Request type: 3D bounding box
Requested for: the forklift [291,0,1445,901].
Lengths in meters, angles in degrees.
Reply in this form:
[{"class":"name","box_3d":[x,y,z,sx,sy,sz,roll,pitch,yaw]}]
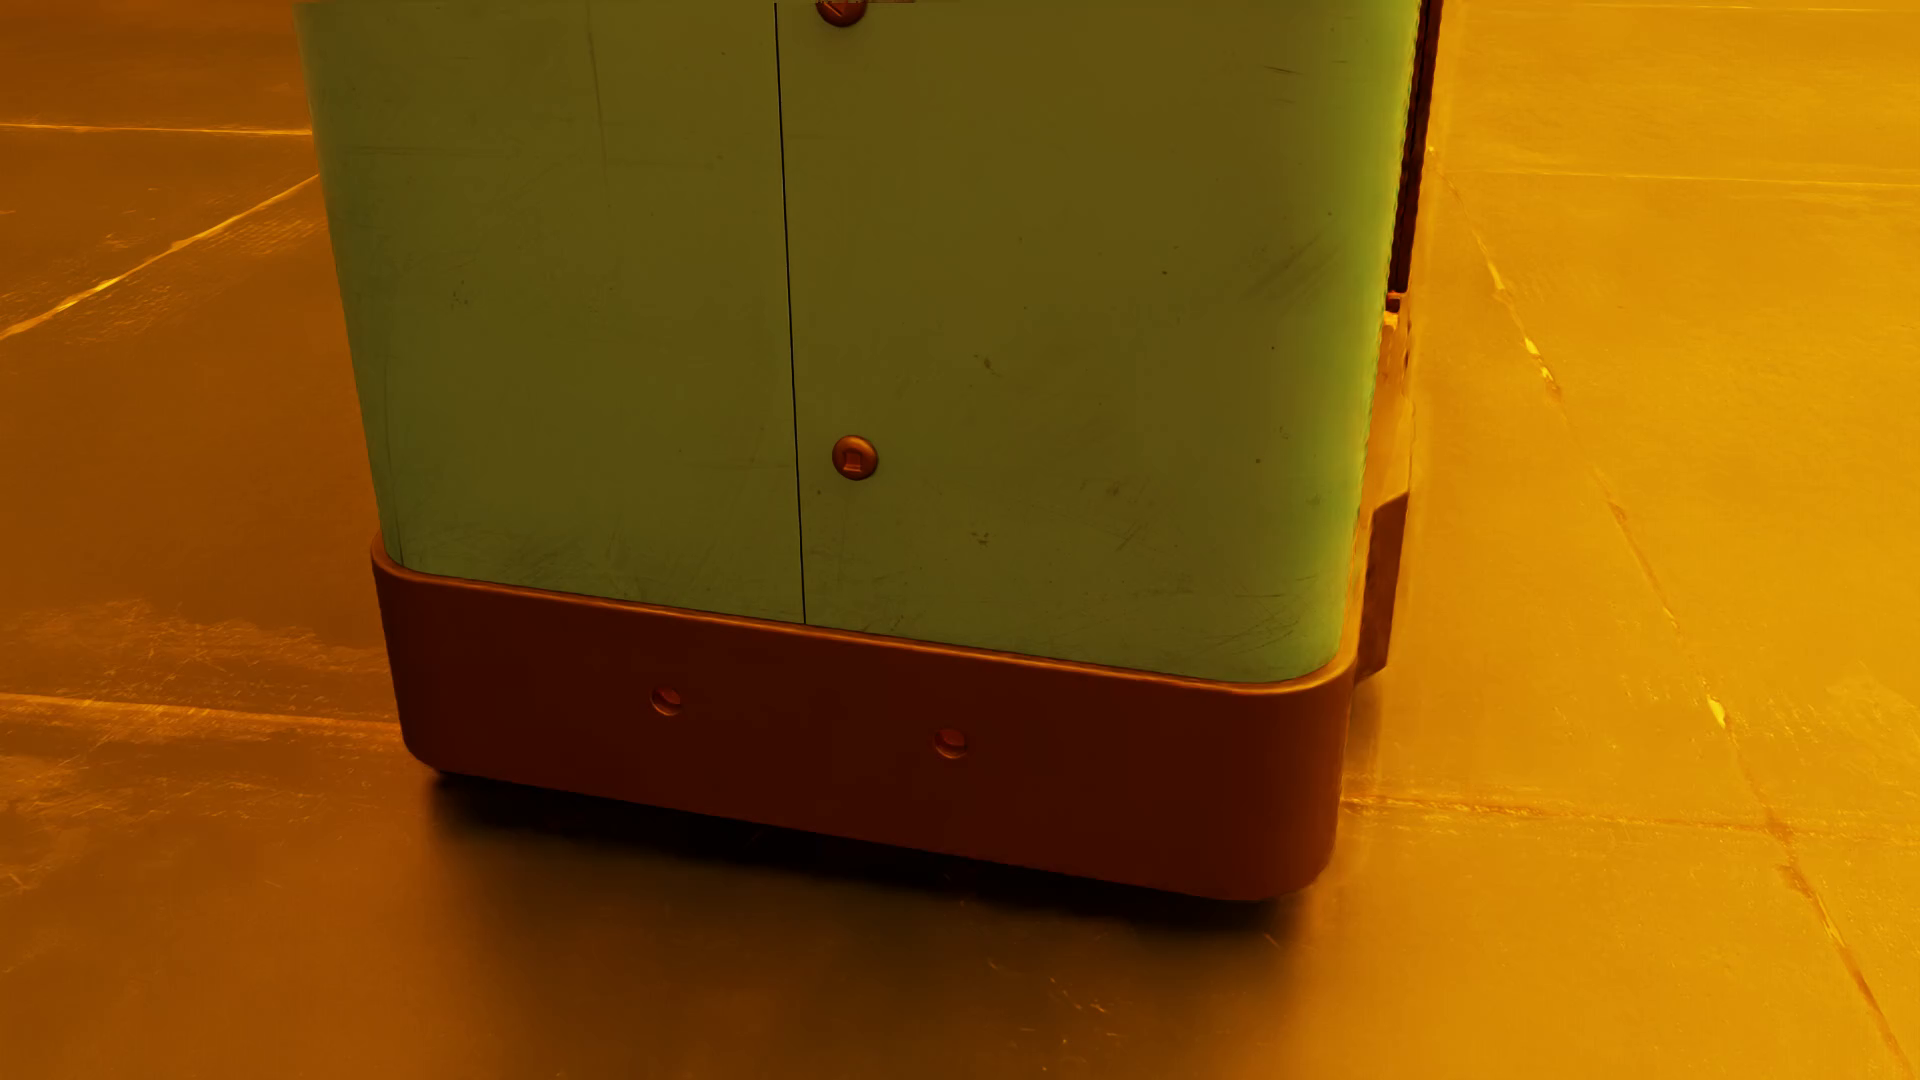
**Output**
[{"class":"forklift","box_3d":[0.239,-1.596,2.415,1.130,2.935,3.031,7,27,13]}]
